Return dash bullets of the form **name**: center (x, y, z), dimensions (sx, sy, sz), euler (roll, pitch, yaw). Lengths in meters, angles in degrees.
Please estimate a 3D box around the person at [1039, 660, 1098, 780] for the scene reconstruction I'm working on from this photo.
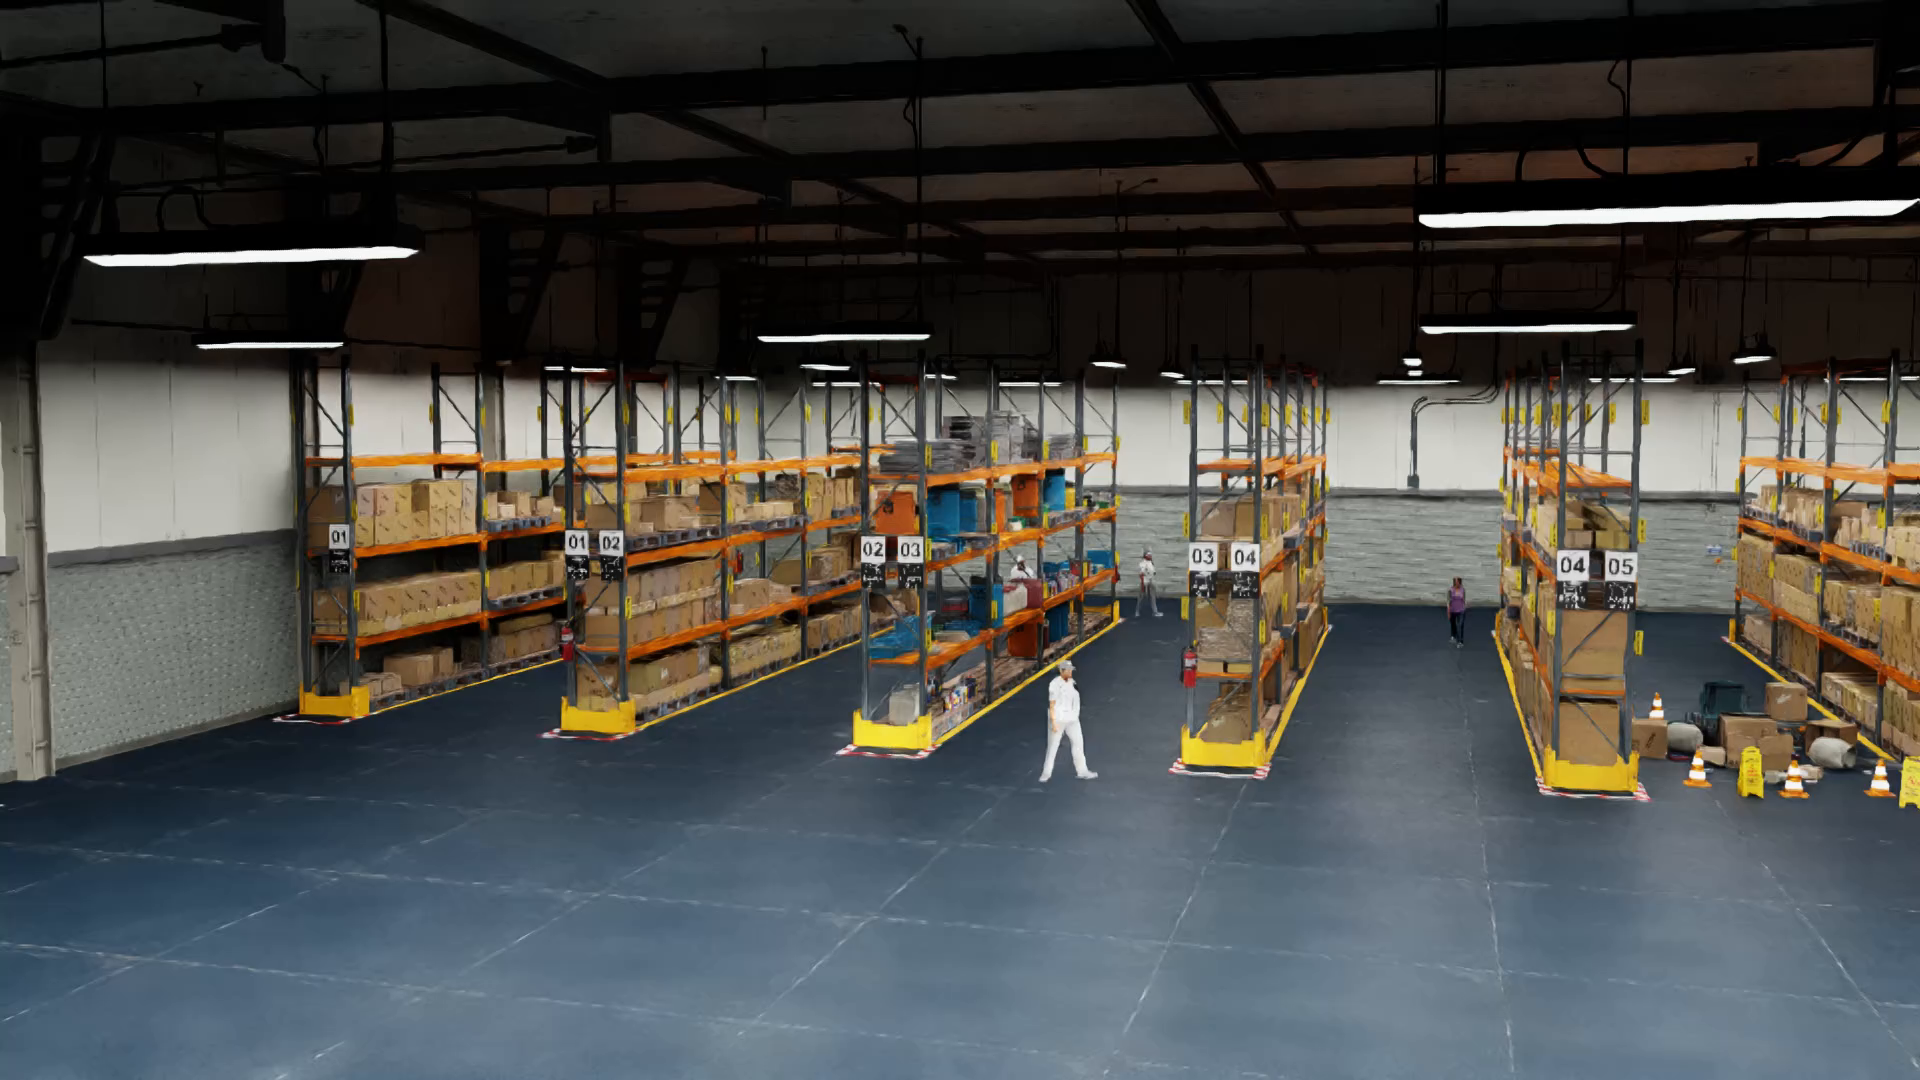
- **person**: center (1.464, 2.458, 22.811), dimensions (0.734, 1.655, 0.564), euler (-3, 5, -36)

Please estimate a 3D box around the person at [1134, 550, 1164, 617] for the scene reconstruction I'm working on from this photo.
- **person**: center (4.659, 1.068, 41.205), dimensions (0.687, 1.672, 0.524), euler (-4, 6, -41)

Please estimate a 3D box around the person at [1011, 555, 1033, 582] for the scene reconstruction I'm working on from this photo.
- **person**: center (1.463, 1.185, 39.525), dimensions (0.575, 1.689, 1.123), euler (1, 4, 13)

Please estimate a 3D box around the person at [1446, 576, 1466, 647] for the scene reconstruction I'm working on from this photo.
- **person**: center (10.759, 1.527, 36.067), dimensions (0.417, 1.517, 1.036), euler (1, 5, 18)
